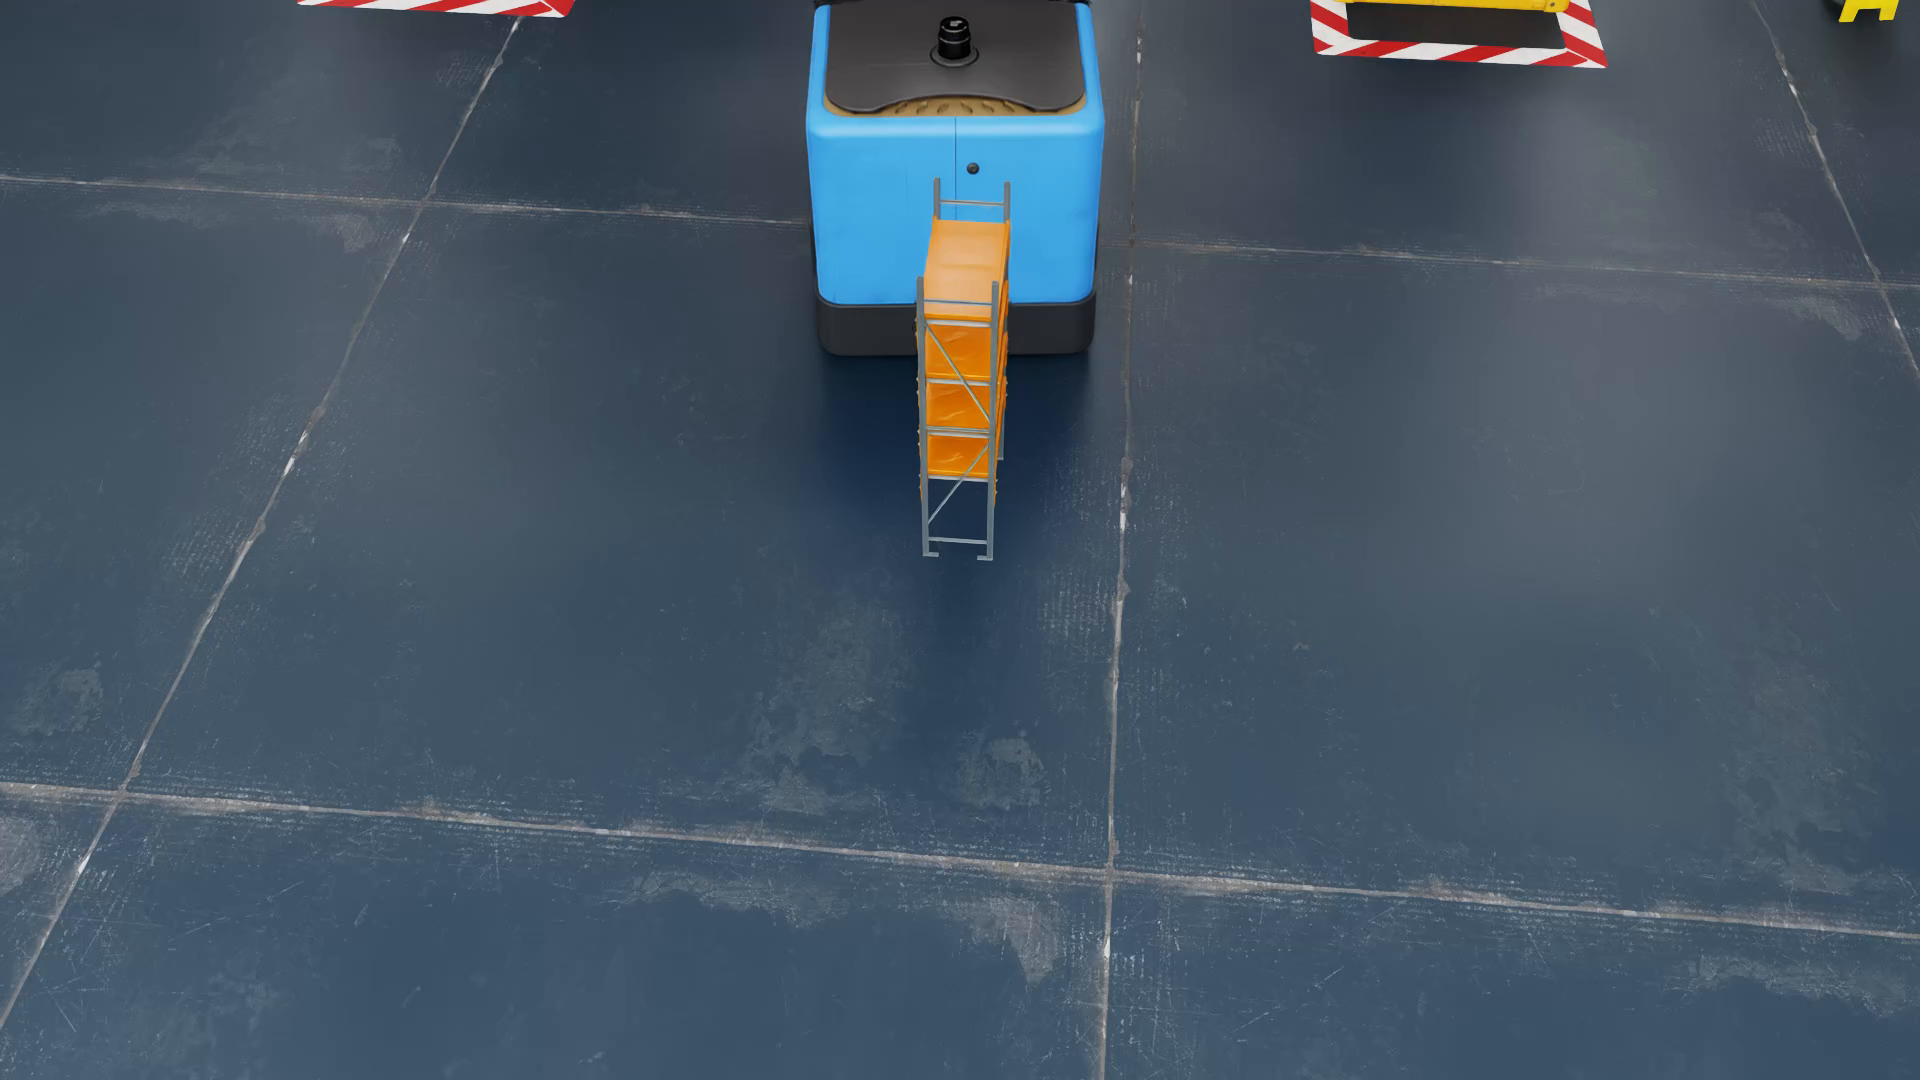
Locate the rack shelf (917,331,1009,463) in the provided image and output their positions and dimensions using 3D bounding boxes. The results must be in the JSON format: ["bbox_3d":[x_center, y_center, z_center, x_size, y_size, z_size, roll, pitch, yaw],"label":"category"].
[{"bbox_3d":[0.015,-0.481,5.468,0.258,0.148,0.480,4,48,4],"label":"rack shelf"}]

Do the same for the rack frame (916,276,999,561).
[{"bbox_3d":[-0.007,-0.347,5.255,0.240,1.200,0.015,4,48,4],"label":"rack frame"}]

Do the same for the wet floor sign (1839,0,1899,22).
[{"bbox_3d":[4.375,-2.812,7.885,0.267,0.644,0.232,-4,48,-3],"label":"wet floor sign"}]

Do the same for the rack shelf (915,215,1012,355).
[{"bbox_3d":[0.015,-0.792,5.129,0.258,0.148,0.480,4,48,4],"label":"rack shelf"}]

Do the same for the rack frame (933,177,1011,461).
[{"bbox_3d":[0.037,-0.706,5.583,0.240,1.200,0.015,4,48,4],"label":"rack frame"}]

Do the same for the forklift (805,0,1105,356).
[{"bbox_3d":[-0.036,-2.758,6.286,1.130,2.935,3.031,-1,48,-1],"label":"forklift"}]

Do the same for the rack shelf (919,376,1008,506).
[{"bbox_3d":[0.015,-0.347,5.615,0.258,0.148,0.480,4,48,4],"label":"rack shelf"}]

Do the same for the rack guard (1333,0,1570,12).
[{"bbox_3d":[2.404,-2.900,8.064,1.175,0.500,0.348,4,48,4],"label":"rack guard"}]

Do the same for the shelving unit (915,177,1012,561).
[{"bbox_3d":[0.015,-0.527,5.419,0.258,1.200,0.503,4,48,4],"label":"shelving unit"}]

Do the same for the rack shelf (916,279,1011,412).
[{"bbox_3d":[0.015,-0.632,5.303,0.258,0.148,0.480,4,48,4],"label":"rack shelf"}]
